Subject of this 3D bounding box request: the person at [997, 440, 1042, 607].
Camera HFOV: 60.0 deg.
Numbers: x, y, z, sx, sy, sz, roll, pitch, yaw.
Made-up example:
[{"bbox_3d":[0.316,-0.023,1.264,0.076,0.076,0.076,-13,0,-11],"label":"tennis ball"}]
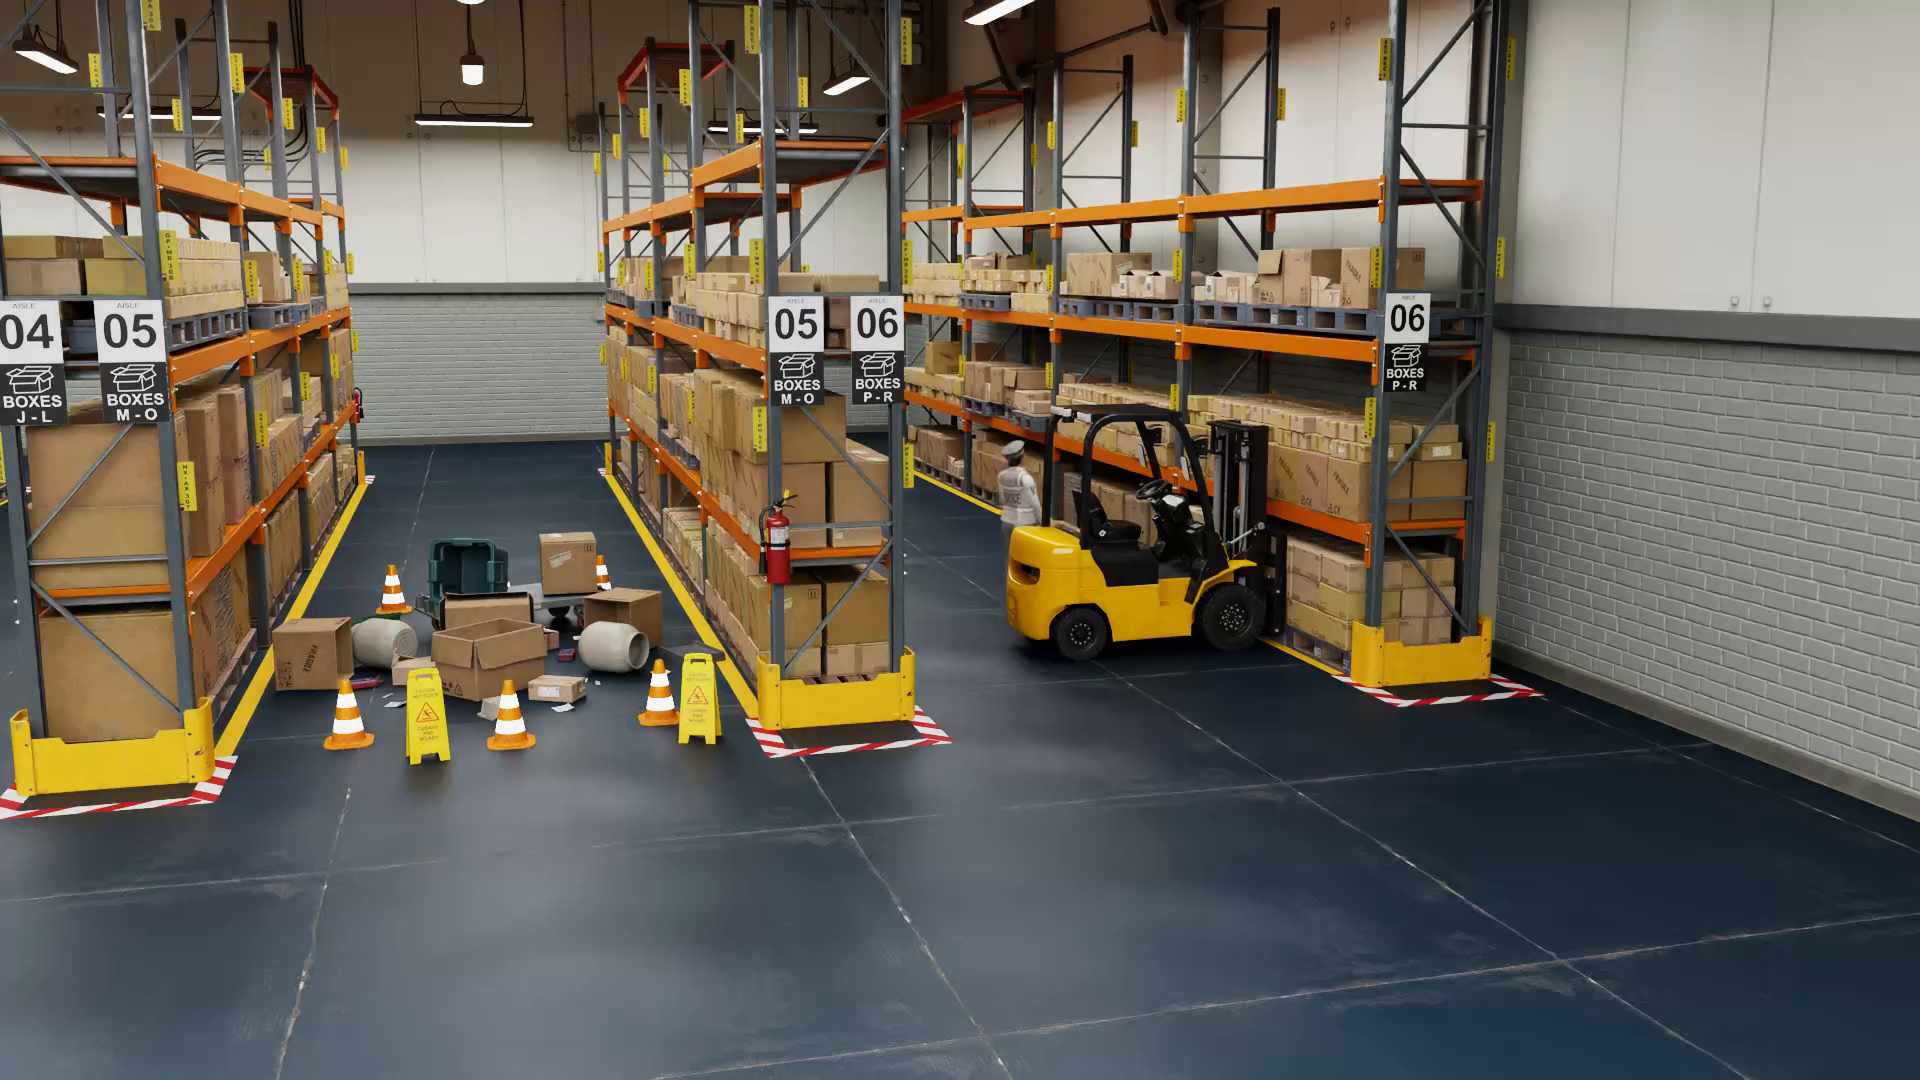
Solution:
[{"bbox_3d":[0.608,-0.142,16.562,0.452,1.702,0.538,-9,13,-44],"label":"person"}]
